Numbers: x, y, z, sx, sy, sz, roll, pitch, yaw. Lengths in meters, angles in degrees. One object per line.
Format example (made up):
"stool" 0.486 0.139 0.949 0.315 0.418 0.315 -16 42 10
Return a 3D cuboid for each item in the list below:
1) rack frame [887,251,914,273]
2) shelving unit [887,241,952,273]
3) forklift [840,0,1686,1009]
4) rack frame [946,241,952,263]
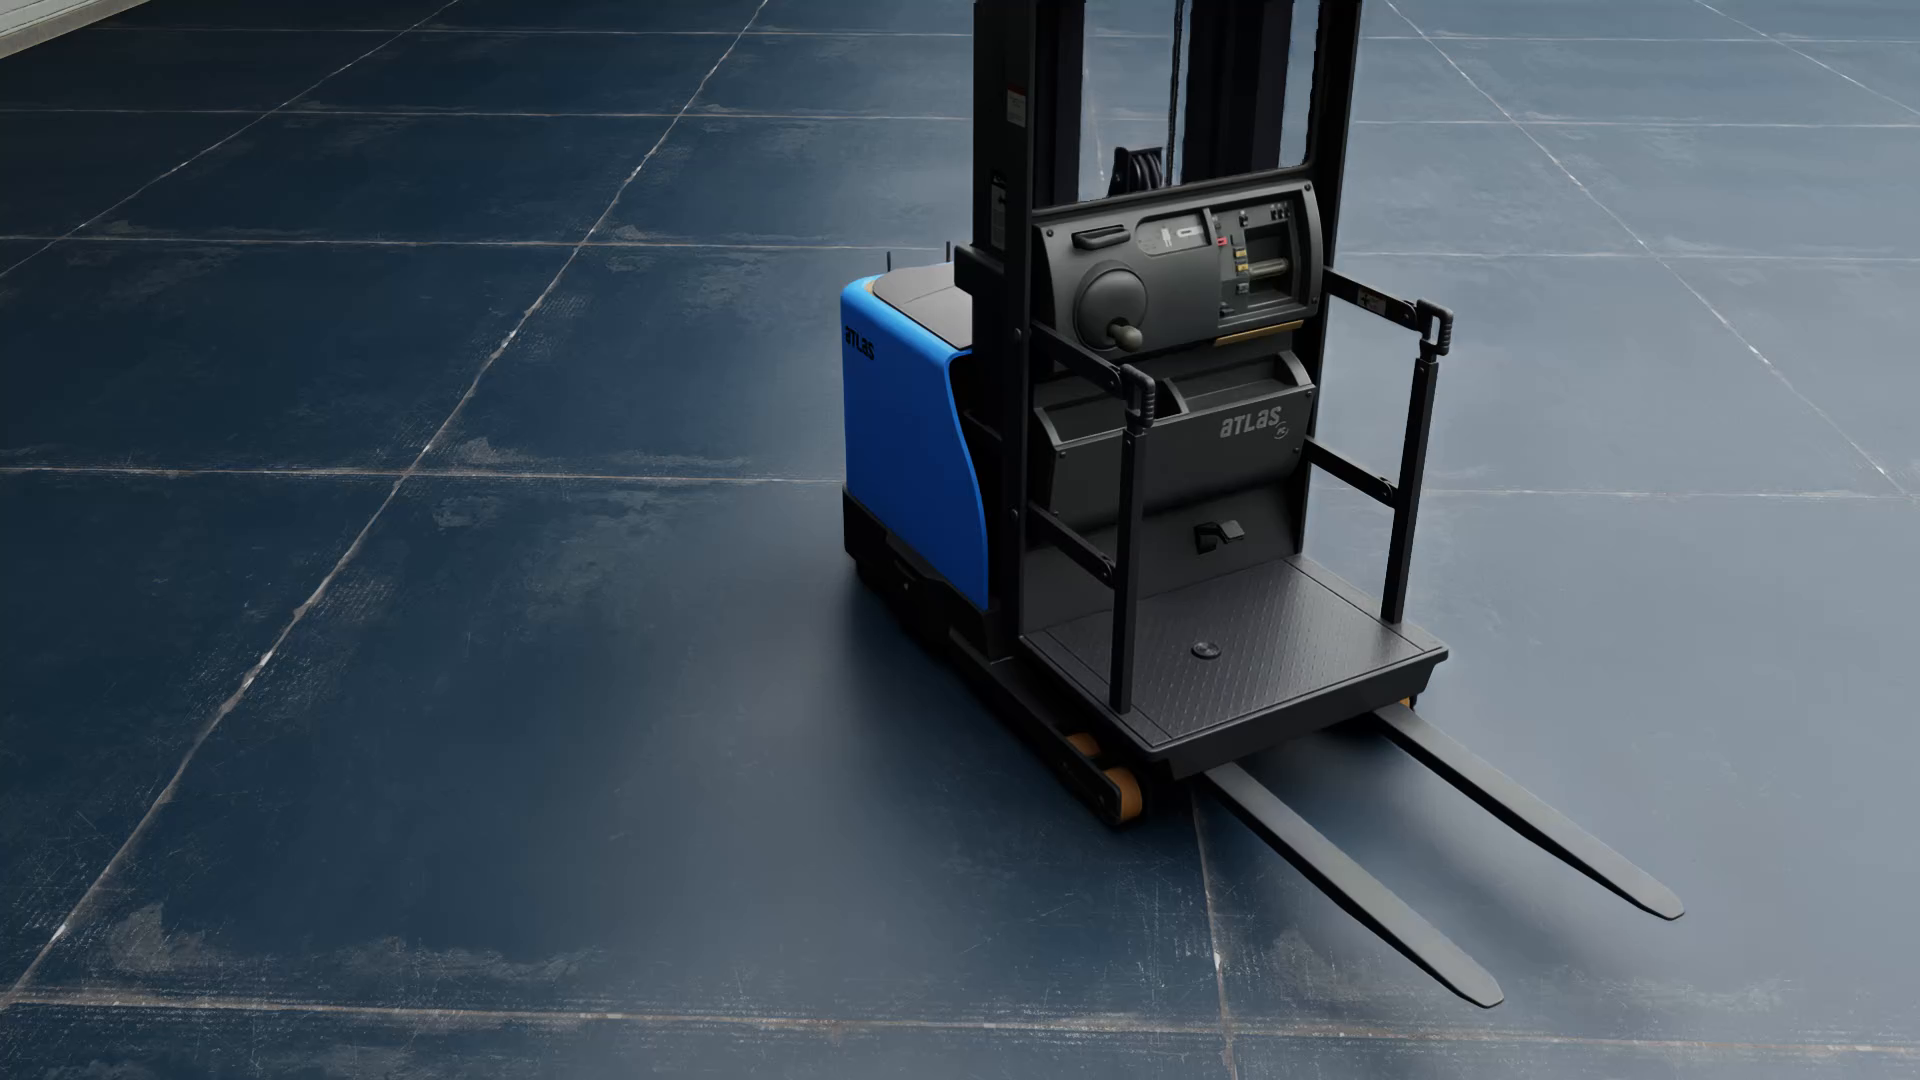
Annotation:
"rack frame" -0.210 -0.530 6.128 0.008 1.050 0.200 -15 31 -26
"shelving unit" -0.104 -0.558 6.181 0.252 1.050 0.215 -15 31 -26
"forklift" 0.742 -0.731 4.499 1.130 2.935 3.031 -15 31 -26
"rack frame" 0.003 -0.586 6.234 0.008 1.050 0.200 -15 31 -26
